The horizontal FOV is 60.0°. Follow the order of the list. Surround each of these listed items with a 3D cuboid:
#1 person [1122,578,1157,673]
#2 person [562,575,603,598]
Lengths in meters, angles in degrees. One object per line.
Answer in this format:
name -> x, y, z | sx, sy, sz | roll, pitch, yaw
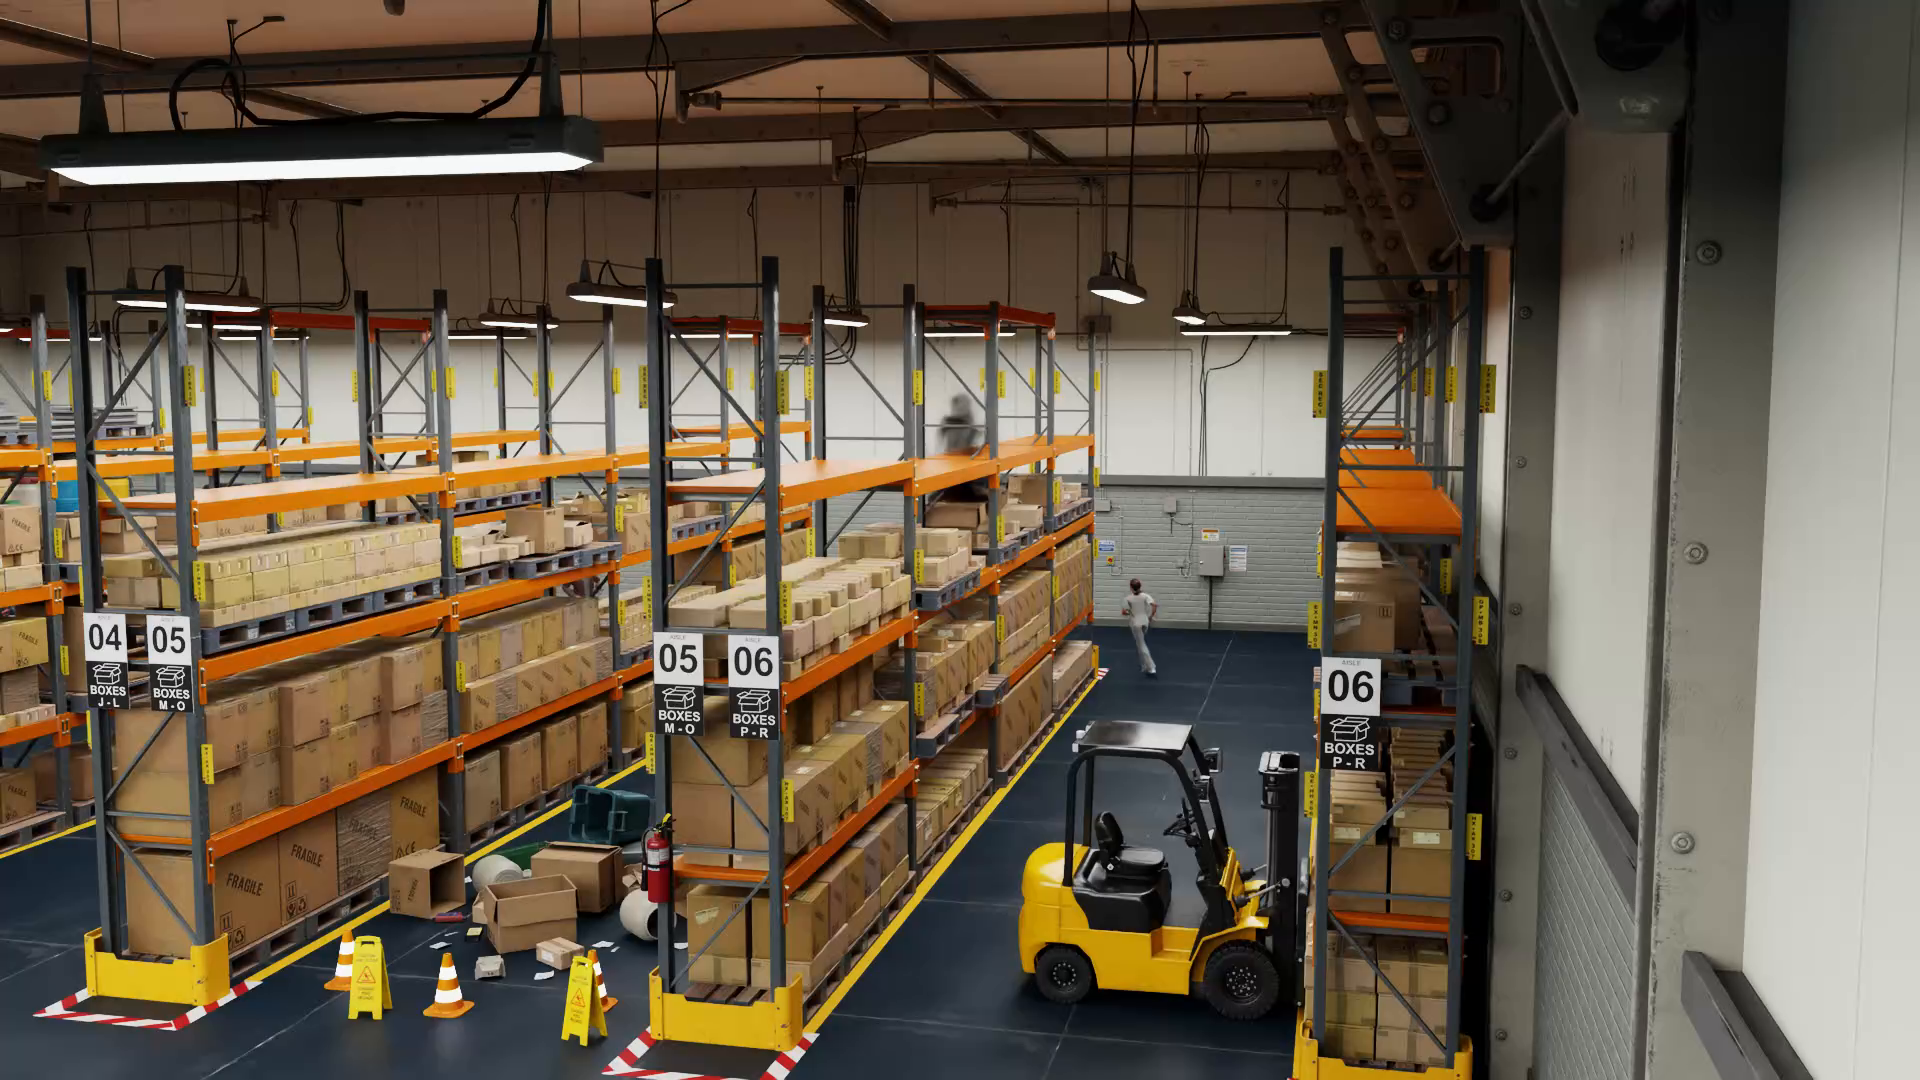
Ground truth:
person -> 3.038, 1.497, 28.275 | 0.560, 1.704, 0.674 | -3, 6, -24
person -> -7.018, 1.174, 31.095 | 0.737, 1.729, 0.679 | -4, 7, -36
